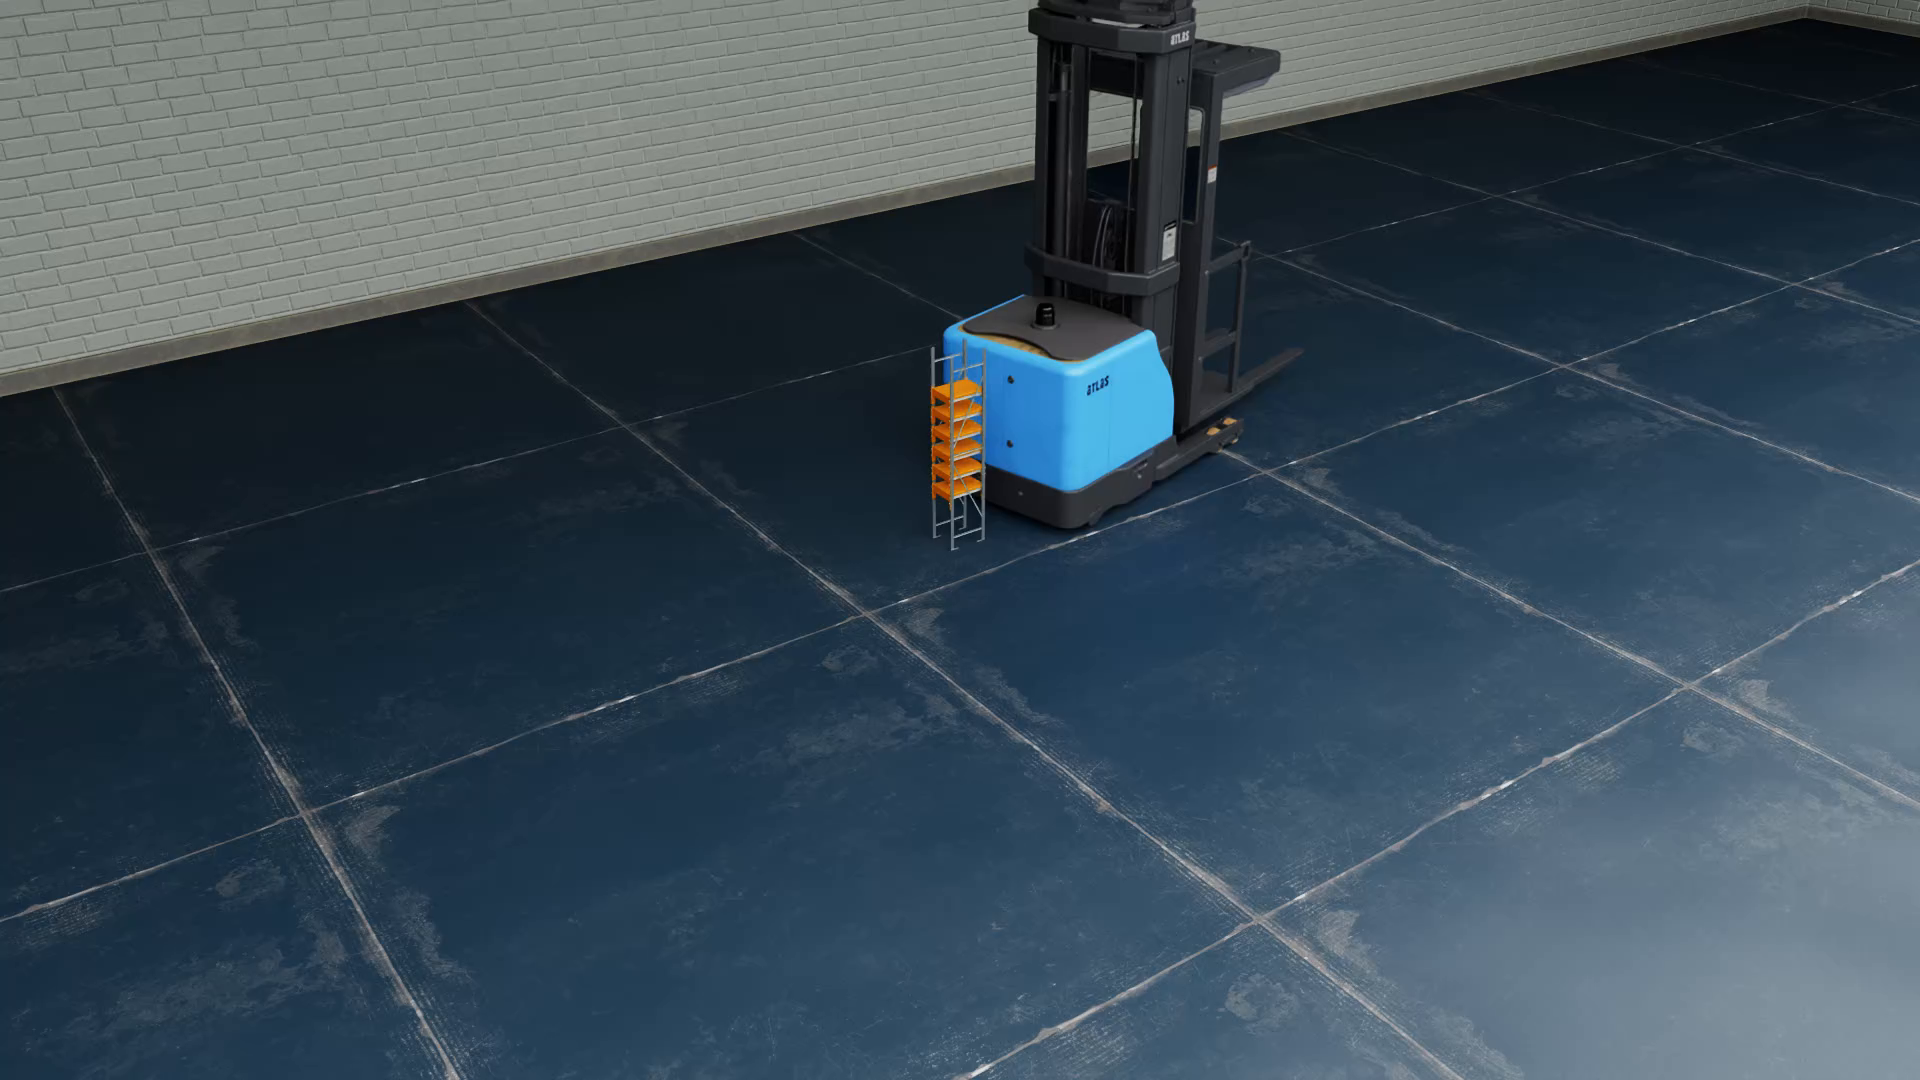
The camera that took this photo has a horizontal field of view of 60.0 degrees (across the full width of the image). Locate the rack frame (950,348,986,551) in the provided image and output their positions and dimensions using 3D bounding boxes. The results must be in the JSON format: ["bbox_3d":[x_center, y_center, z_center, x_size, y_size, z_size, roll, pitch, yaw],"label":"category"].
[{"bbox_3d":[0.045,-0.497,9.409,0.240,1.200,0.006,-19,34,-31],"label":"rack frame"}]

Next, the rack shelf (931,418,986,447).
[{"bbox_3d":[-0.008,-0.599,9.438,0.258,0.103,0.180,-19,34,-31],"label":"rack shelf"}]

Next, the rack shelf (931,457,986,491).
[{"bbox_3d":[-0.008,-0.388,9.552,0.258,0.103,0.180,-19,34,-31],"label":"rack shelf"}]

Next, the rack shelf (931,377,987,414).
[{"bbox_3d":[-0.008,-0.810,9.323,0.258,0.103,0.180,-19,34,-31],"label":"rack shelf"}]

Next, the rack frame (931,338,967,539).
[{"bbox_3d":[-0.061,-0.568,9.540,0.240,1.200,0.006,-19,34,-31],"label":"rack frame"}]

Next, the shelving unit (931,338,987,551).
[{"bbox_3d":[-0.008,-0.533,9.474,0.258,1.200,0.189,-19,34,-31],"label":"shelving unit"}]

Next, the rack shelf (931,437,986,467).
[{"bbox_3d":[-0.008,-0.494,9.495,0.258,0.103,0.180,-19,34,-31],"label":"rack shelf"}]

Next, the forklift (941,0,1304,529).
[{"bbox_3d":[1.210,-1.985,10.334,1.130,2.935,3.031,22,35,34],"label":"forklift"}]

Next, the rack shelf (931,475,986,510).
[{"bbox_3d":[-0.008,-0.283,9.610,0.258,0.103,0.180,-19,34,-31],"label":"rack shelf"}]

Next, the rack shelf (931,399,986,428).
[{"bbox_3d":[-0.008,-0.705,9.381,0.258,0.103,0.180,-19,34,-31],"label":"rack shelf"}]
